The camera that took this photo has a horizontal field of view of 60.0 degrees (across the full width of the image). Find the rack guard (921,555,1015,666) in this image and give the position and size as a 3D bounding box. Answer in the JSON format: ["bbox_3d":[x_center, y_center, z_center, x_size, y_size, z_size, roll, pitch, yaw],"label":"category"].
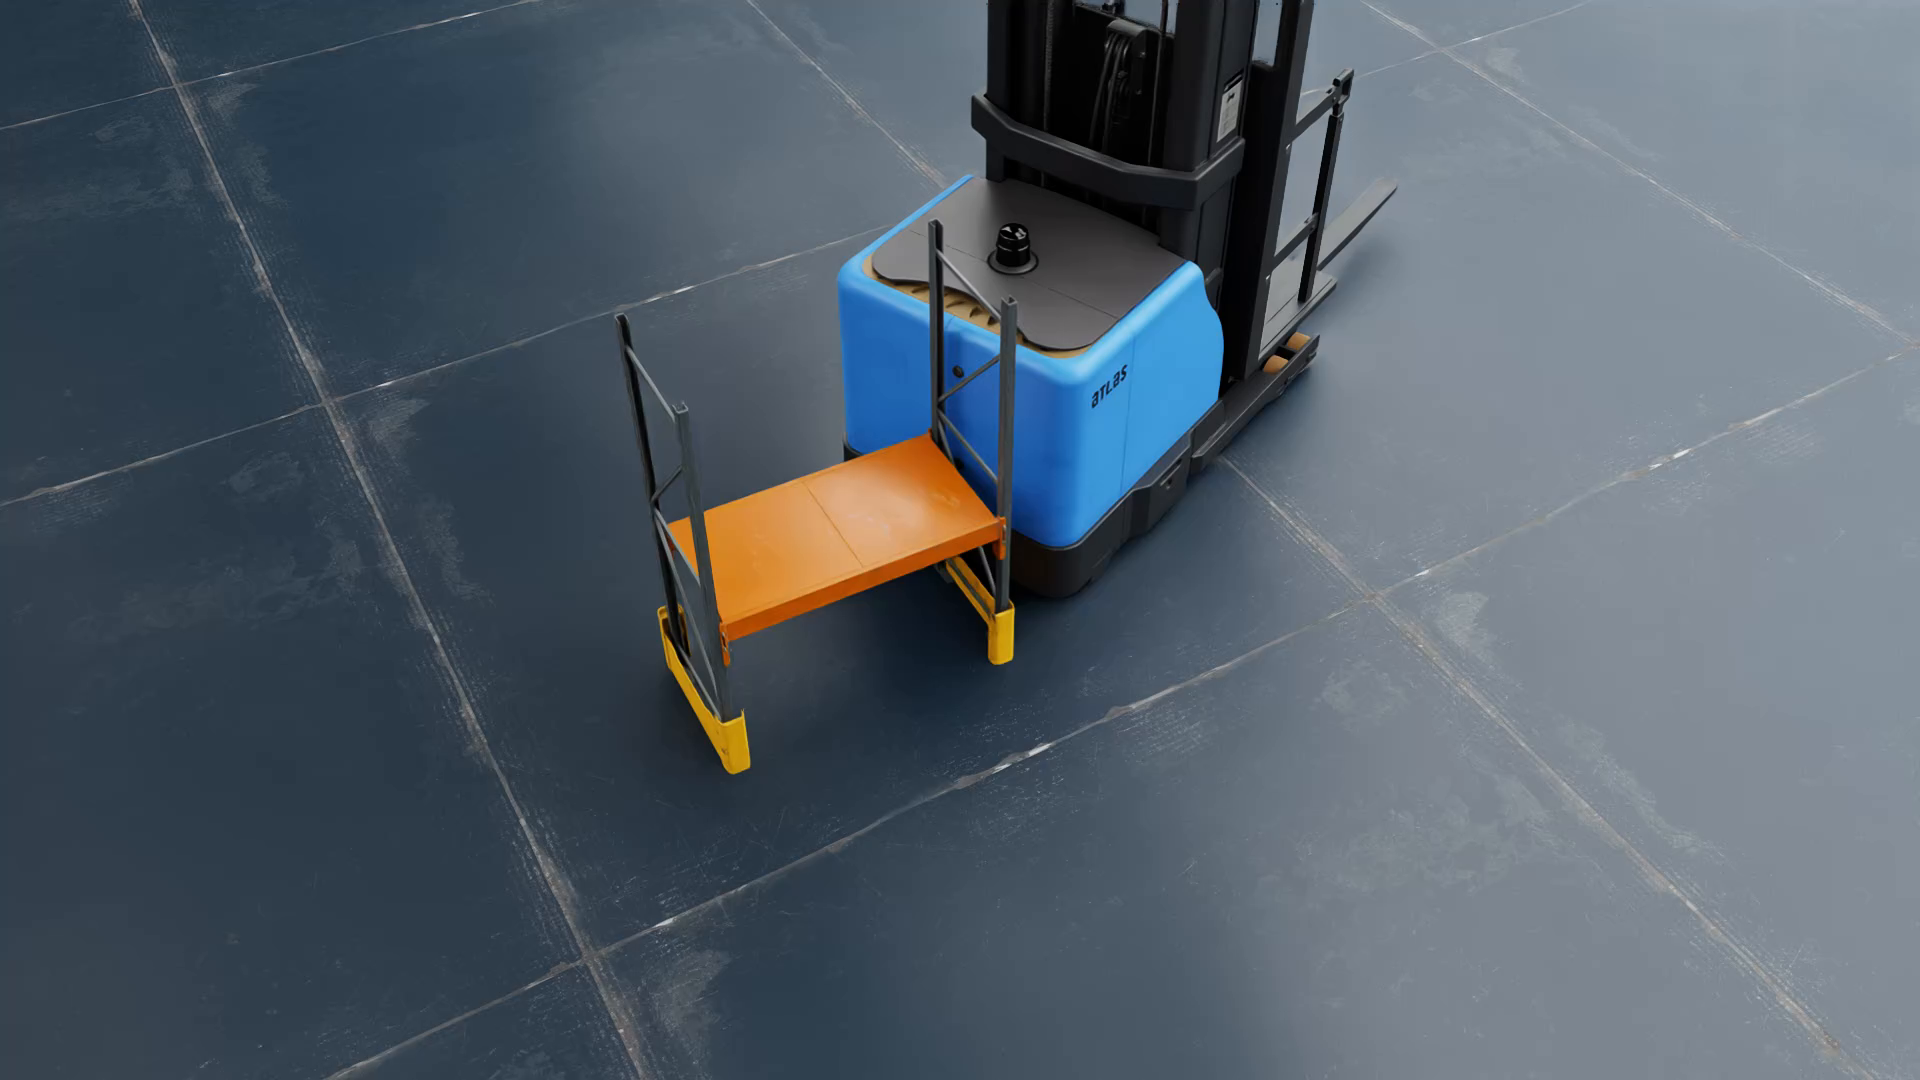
[{"bbox_3d":[0.017,0.160,5.906,0.087,0.250,0.587,-21,48,-20],"label":"rack guard"}]

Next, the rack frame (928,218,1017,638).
[{"bbox_3d":[0.034,-0.295,5.477,0.032,1.500,0.500,-21,48,-20],"label":"rack frame"}]

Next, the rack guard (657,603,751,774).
[{"bbox_3d":[-0.858,0.491,5.564,0.087,0.250,0.587,-21,48,-20],"label":"rack guard"}]

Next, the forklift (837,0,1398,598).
[{"bbox_3d":[0.842,-1.828,6.029,1.130,2.935,3.031,27,50,25],"label":"forklift"}]

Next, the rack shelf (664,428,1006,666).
[{"bbox_3d":[-0.412,0.003,5.428,1.000,0.185,0.538,-21,48,-20],"label":"rack shelf"}]

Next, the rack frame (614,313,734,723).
[{"bbox_3d":[-0.859,0.043,5.129,0.032,1.500,0.500,-21,48,-20],"label":"rack frame"}]

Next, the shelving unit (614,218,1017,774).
[{"bbox_3d":[-0.420,-0.123,5.300,1.083,1.500,0.587,-21,48,-20],"label":"shelving unit"}]
